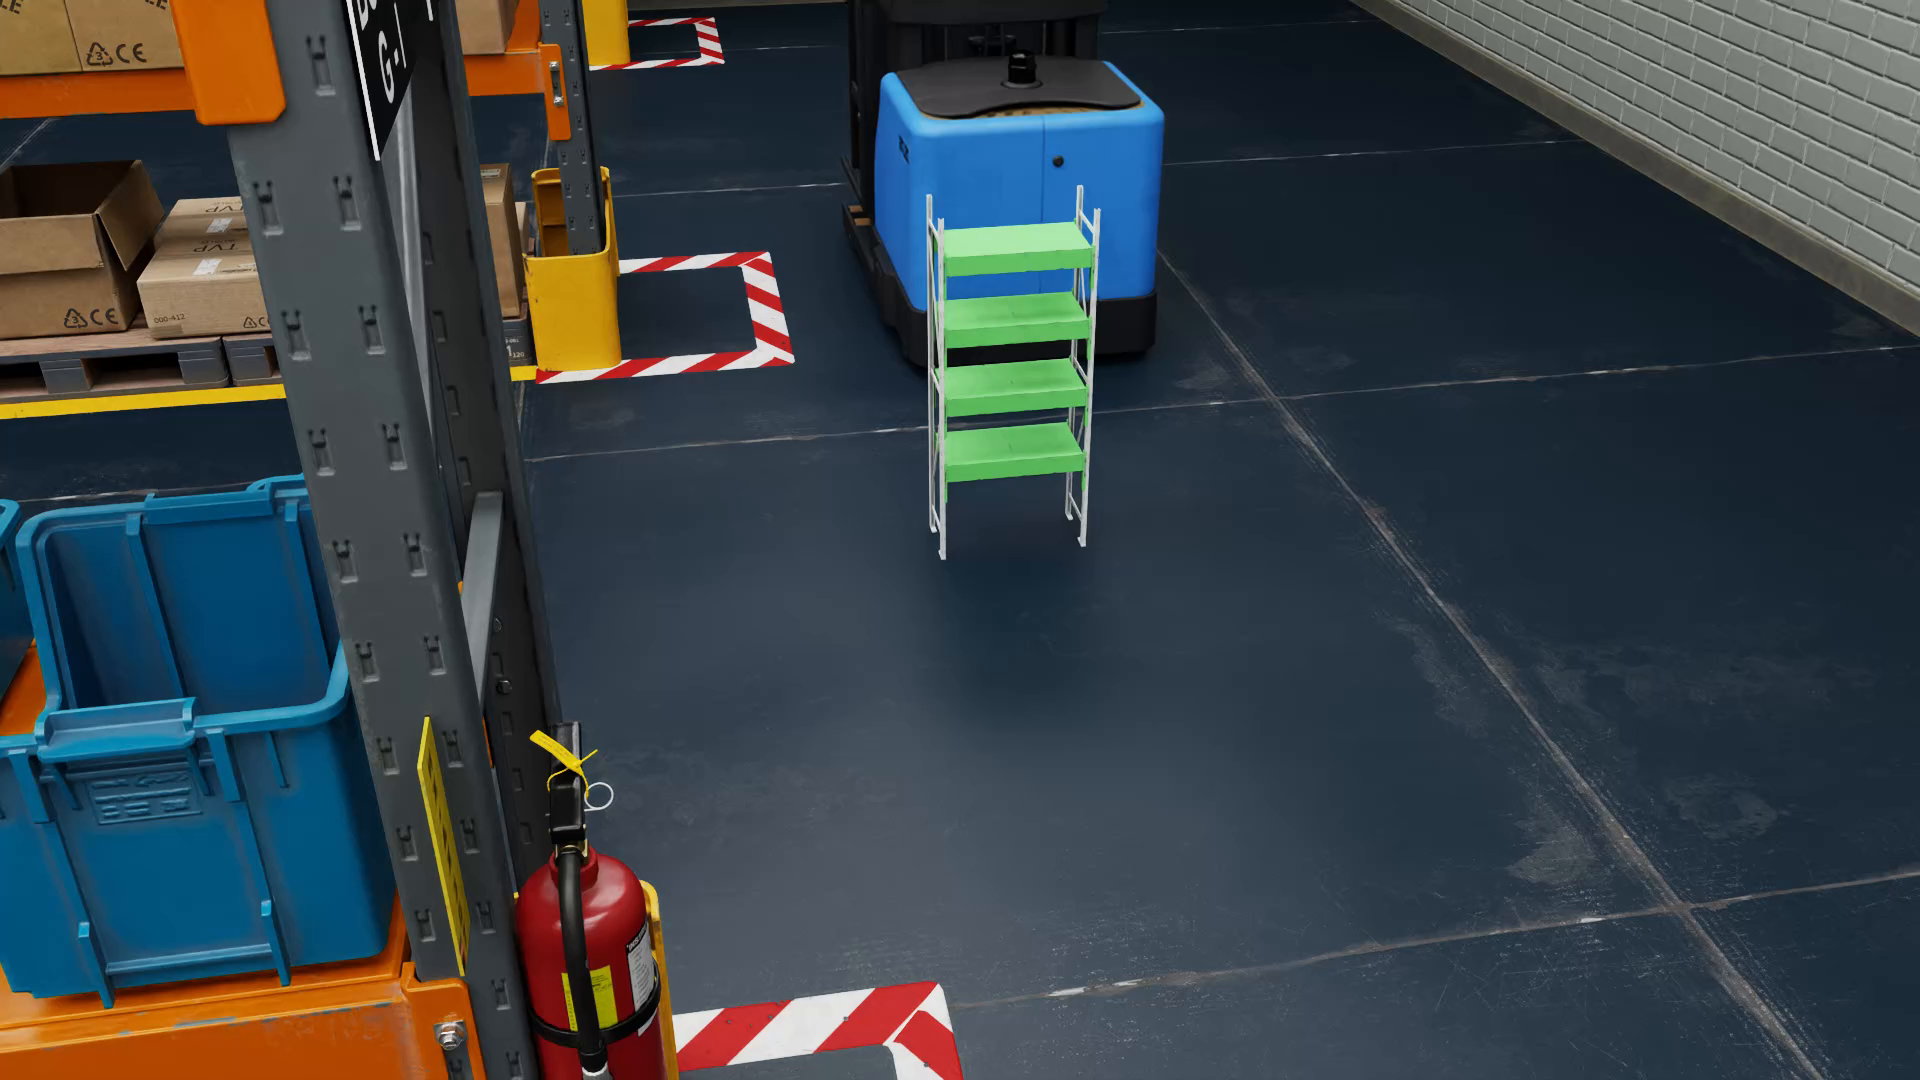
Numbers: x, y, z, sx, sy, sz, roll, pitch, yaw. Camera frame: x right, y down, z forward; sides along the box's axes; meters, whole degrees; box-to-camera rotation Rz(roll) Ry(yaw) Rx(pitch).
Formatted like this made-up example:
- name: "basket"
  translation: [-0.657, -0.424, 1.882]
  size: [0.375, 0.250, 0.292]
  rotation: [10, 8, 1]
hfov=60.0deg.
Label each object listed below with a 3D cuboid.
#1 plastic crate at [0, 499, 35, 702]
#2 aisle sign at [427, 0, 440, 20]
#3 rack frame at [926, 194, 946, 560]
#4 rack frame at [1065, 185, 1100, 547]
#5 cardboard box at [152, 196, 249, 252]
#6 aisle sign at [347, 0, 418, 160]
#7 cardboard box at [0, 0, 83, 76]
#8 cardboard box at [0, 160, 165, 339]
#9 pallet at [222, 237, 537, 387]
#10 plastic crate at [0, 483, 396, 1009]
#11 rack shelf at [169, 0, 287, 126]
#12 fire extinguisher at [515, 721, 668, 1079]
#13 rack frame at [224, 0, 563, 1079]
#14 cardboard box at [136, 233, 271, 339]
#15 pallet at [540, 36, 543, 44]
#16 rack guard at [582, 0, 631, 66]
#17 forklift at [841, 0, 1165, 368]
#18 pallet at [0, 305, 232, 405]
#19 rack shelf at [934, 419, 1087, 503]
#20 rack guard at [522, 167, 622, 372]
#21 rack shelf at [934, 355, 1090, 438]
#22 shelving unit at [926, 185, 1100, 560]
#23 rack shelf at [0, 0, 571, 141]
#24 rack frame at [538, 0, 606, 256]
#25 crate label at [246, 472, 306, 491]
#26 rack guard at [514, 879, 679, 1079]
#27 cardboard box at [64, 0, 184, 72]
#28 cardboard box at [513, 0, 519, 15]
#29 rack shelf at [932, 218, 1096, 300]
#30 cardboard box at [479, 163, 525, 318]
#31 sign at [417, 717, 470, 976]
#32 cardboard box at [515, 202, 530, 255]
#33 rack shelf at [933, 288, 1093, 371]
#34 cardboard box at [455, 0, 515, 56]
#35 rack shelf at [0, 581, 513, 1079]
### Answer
- name: "plastic crate"
  translation: [-1.683, 0.134, 2.669]
  size: [0.300, 0.233, 0.416]
  rotation: [-5, 31, -9]
- name: "aisle sign"
  translation: [-0.716, -1.106, 2.107]
  size: [0.004, 0.787, 0.394]
  rotation: [-5, 31, -9]
- name: "rack frame"
  translation: [-0.077, -0.510, 5.434]
  size: [0.015, 1.200, 0.240]
  rotation: [-5, 31, -9]
- name: "rack frame"
  translation: [0.403, -0.555, 5.509]
  size: [0.015, 1.200, 0.240]
  rotation: [-5, 31, -9]
- name: "cardboard box"
  translation: [-3.191, -1.306, 7.290]
  size: [0.500, 0.250, 0.500]
  rotation: [-5, 31, -9]
- name: "aisle sign"
  translation: [-0.610, -0.812, 1.607]
  size: [0.004, 0.787, 0.394]
  rotation: [-5, 31, -9]
- name: "cardboard box"
  translation: [-3.510, -2.030, 6.144]
  size: [0.500, 0.500, 0.500]
  rotation: [-6, 31, -10]
- name: "cardboard box"
  translation: [-3.709, -1.223, 6.900]
  size: [0.637, 0.503, 0.797]
  rotation: [-5, 31, -9]
- name: "pallet"
  translation: [-2.480, -1.019, 7.274]
  size: [1.213, 0.211, 1.003]
  rotation: [-5, 31, -9]
- name: "plastic crate"
  translation: [-1.029, 0.252, 2.269]
  size: [0.499, 0.435, 0.616]
  rotation: [-5, 31, -9]
- name: "rack shelf"
  translation: [-2.700, -0.631, 1.615]
  size: [4.000, 0.370, 1.077]
  rotation: [-5, 31, -9]
- name: "fire extinguisher"
  translation: [-0.503, 0.576, 2.255]
  size: [0.183, 0.674, 0.296]
  rotation: [-5, 31, -9]
- name: "rack frame"
  translation: [-0.733, 0.171, 2.500]
  size: [0.053, 2.616, 0.949]
  rotation: [-5, 31, -9]
- name: "cardboard box"
  translation: [-3.052, -1.061, 6.874]
  size: [0.500, 0.250, 0.500]
  rotation: [-5, 31, -9]
- name: "pallet"
  translation: [-3.290, -3.456, 11.420]
  size: [1.213, 0.211, 1.003]
  rotation: [-5, 31, -9]
- name: "rack guard"
  translation: [-2.494, -3.695, 11.541]
  size: [0.348, 0.500, 1.175]
  rotation: [-5, 31, -9]
- name: "forklift"
  translation: [0.027, -2.700, 7.450]
  size: [1.130, 2.935, 3.031]
  rotation: [-6, 31, -10]
- name: "pallet"
  translation: [-3.678, -0.909, 7.088]
  size: [1.213, 0.211, 1.003]
  rotation: [-5, 31, -9]
- name: "rack shelf"
  translation: [0.163, -0.270, 5.626]
  size: [0.480, 0.148, 0.258]
  rotation: [-5, 31, -9]
- name: "rack guard"
  translation: [-1.696, -1.216, 7.326]
  size: [0.348, 0.500, 1.175]
  rotation: [-5, 31, -9]
- name: "rack shelf"
  translation: [0.163, -0.477, 5.504]
  size: [0.480, 0.148, 0.258]
  rotation: [-5, 31, -9]
- name: "shelving unit"
  translation: [0.163, -0.532, 5.472]
  size: [0.503, 1.200, 0.258]
  rotation: [-5, 31, -9]
- name: "rack shelf"
  translation: [-3.589, -1.808, 6.576]
  size: [4.000, 0.370, 1.077]
  rotation: [-5, 31, -9]
- name: "rack frame"
  translation: [-1.622, -2.301, 6.704]
  size: [0.127, 3.000, 1.000]
  rotation: [-5, 31, -9]
- name: "crate label"
  translation: [-1.035, 0.074, 2.771]
  size: [0.303, 0.233, 0.416]
  rotation: [-5, 31, -9]
- name: "rack guard"
  translation: [-0.712, 1.238, 3.151]
  size: [0.348, 0.500, 1.175]
  rotation: [-5, 31, -9]
- name: "cardboard box"
  translation: [-3.015, -2.075, 6.222]
  size: [0.500, 0.500, 0.500]
  rotation: [-5, 31, -9]
- name: "cardboard box"
  translation: [-2.106, -2.435, 6.833]
  size: [0.500, 0.500, 0.500]
  rotation: [-5, 31, -8]
- name: "rack shelf"
  translation: [0.163, -0.891, 5.261]
  size: [0.480, 0.148, 0.258]
  rotation: [-5, 31, -9]
- name: "cardboard box"
  translation: [-2.112, -1.241, 6.933]
  size: [0.500, 0.500, 0.500]
  rotation: [-5, 31, -9]
- name: "sign"
  translation: [-0.618, 0.372, 1.998]
  size: [0.005, 0.325, 0.100]
  rotation: [-5, 31, -9]
- name: "cardboard box"
  translation: [-2.095, -1.395, 7.541]
  size: [0.250, 0.149, 0.380]
  rotation: [-5, 31, -9]
- name: "rack shelf"
  translation: [0.163, -0.684, 5.382]
  size: [0.480, 0.148, 0.258]
  rotation: [-5, 31, -9]
- name: "cardboard box"
  translation: [-2.013, -2.167, 6.378]
  size: [0.500, 0.500, 0.500]
  rotation: [-4, 31, -7]
- name: "rack shelf"
  translation: [-2.700, 0.662, 2.375]
  size: [4.000, 0.370, 1.077]
  rotation: [-5, 31, -9]
